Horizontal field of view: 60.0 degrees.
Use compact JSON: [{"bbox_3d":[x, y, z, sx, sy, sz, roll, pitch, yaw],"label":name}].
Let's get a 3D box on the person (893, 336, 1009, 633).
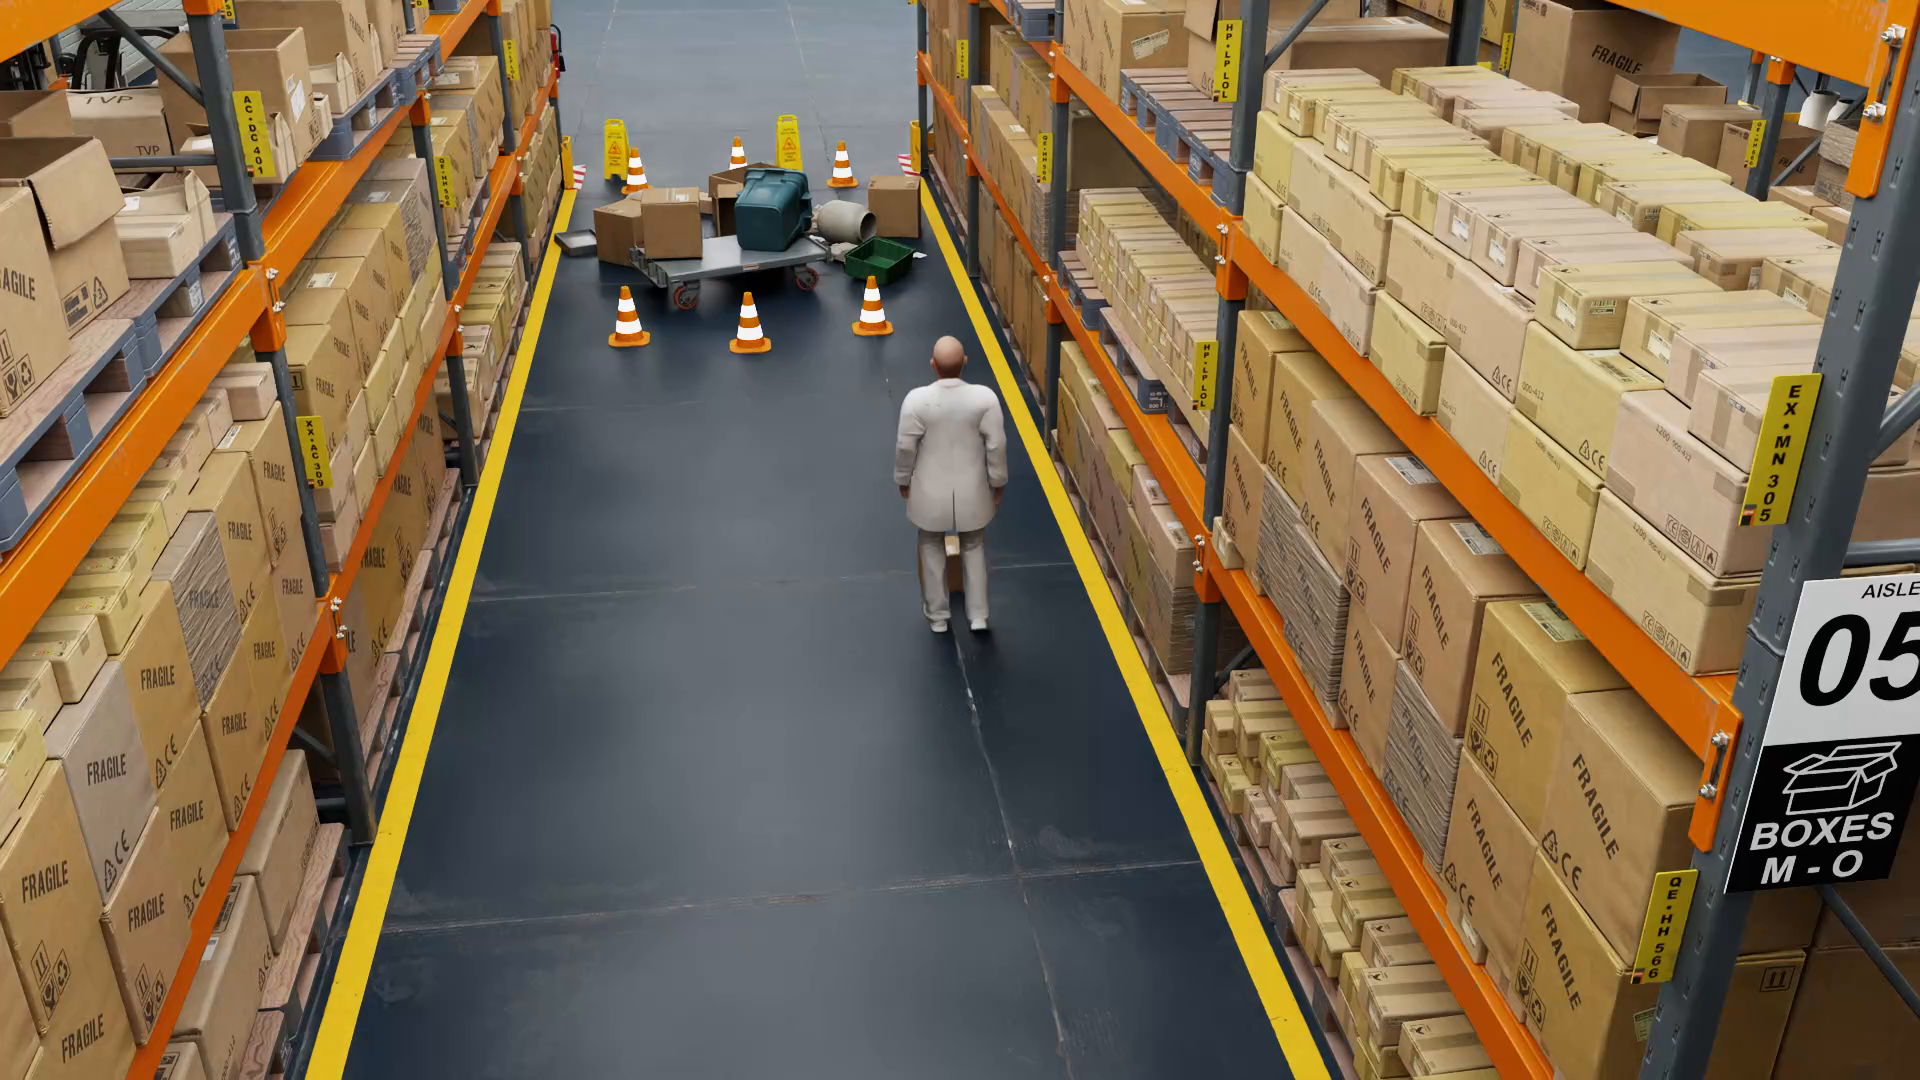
[{"bbox_3d":[-0.050,-0.267,9.289,0.639,1.867,0.465,-3,27,-6],"label":"person"}]
